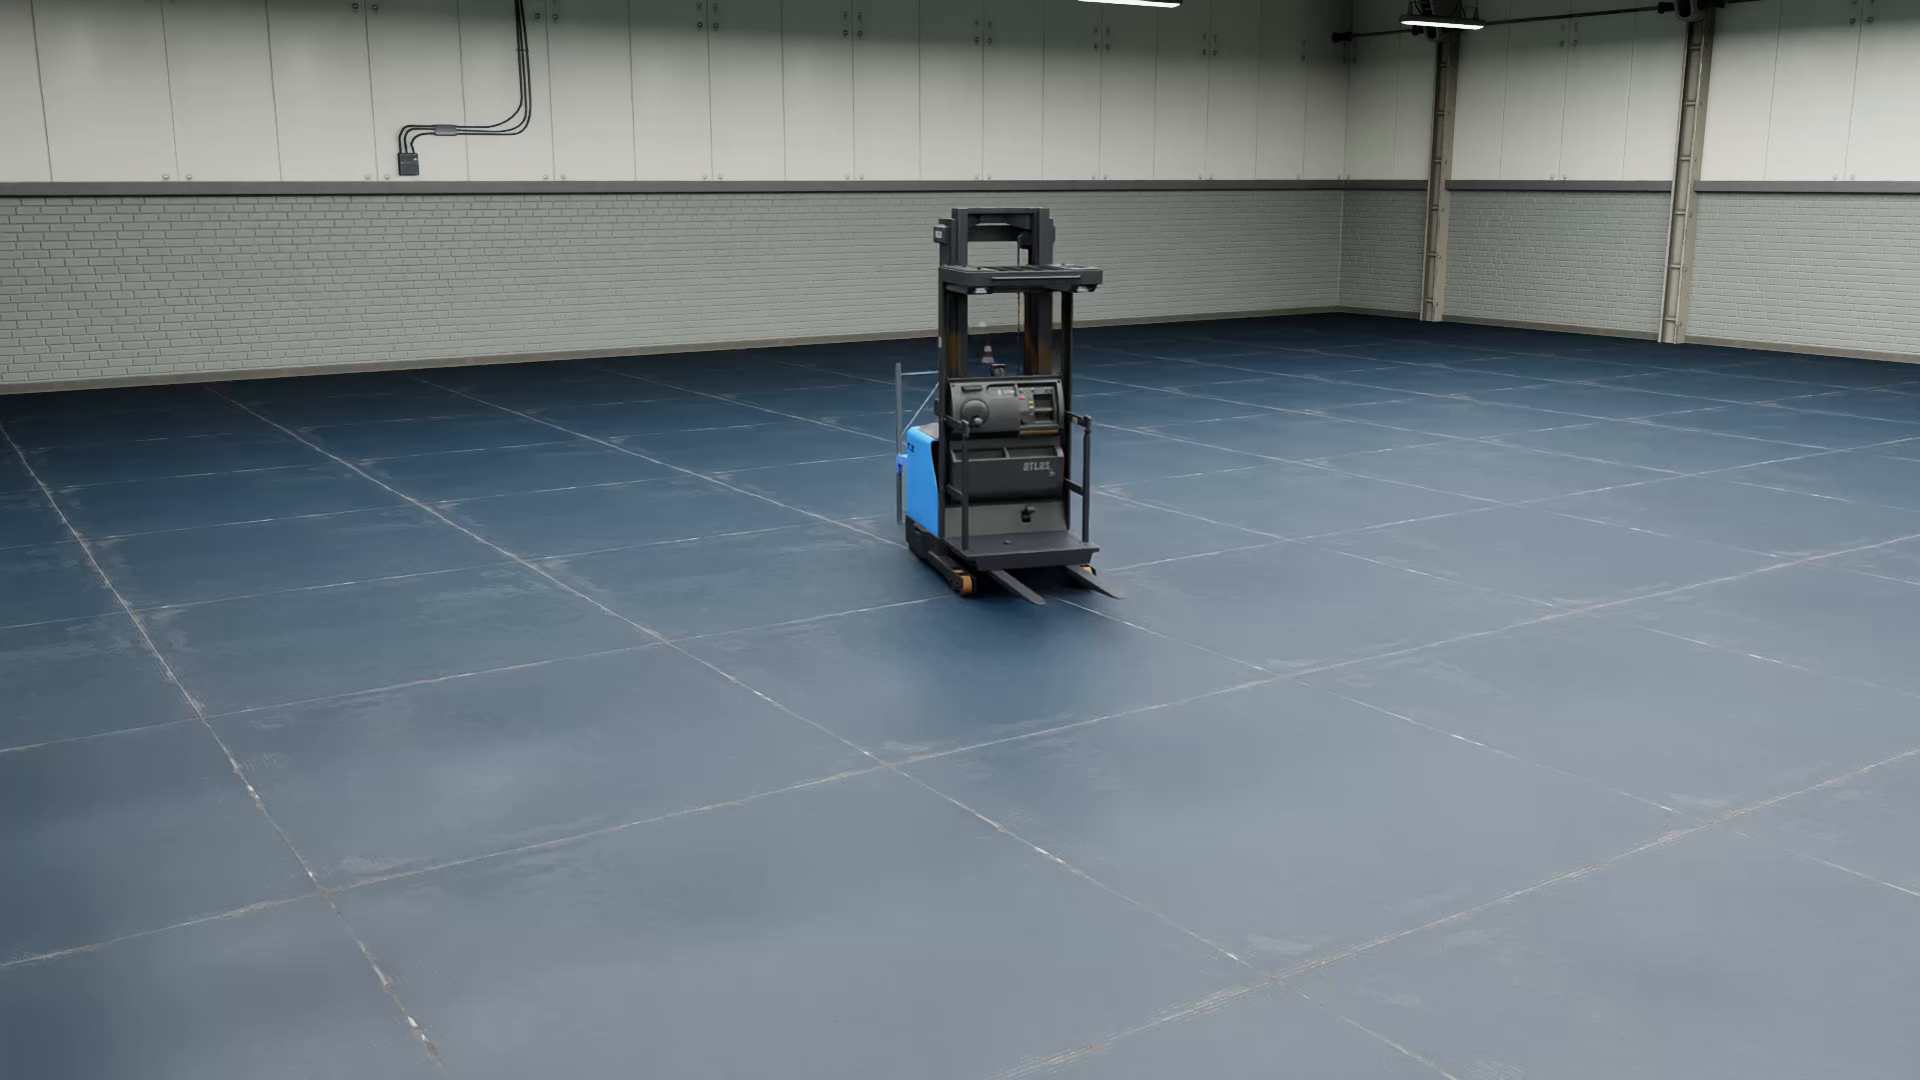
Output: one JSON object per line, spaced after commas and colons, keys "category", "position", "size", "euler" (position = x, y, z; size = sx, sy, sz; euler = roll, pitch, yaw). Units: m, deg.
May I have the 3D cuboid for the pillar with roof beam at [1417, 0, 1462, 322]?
{"category": "pillar with roof beam", "position": [7.022, -8.823, 34.143], "size": [9.100, 9.000, 0.548], "euler": [-8, 15, -33]}

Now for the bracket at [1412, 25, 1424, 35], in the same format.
{"category": "bracket", "position": [10.080, -11.123, 36.234], "size": [0.235, 0.232, 0.430], "euler": [-8, 15, -33]}

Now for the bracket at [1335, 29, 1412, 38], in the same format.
{"category": "bracket", "position": [9.095, -11.439, 37.681], "size": [0.076, 0.066, 3.189], "euler": [-8, 15, -33]}

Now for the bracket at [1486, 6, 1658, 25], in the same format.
{"category": "bracket", "position": [11.968, -10.517, 33.464], "size": [0.076, 0.066, 4.783], "euler": [-8, 15, -33]}

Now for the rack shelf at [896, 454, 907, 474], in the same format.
{"category": "rack shelf", "position": [-0.115, -0.646, 15.149], "size": [0.538, 0.185, 1.000], "euler": [-7, 14, -29]}

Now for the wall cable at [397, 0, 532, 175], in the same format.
{"category": "wall cable", "position": [-8.237, -9.067, 27.297], "size": [2.305, 6.003, 0.169], "euler": [-8, 15, -33]}

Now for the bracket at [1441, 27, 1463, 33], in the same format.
{"category": "bracket", "position": [10.540, -10.975, 35.559], "size": [0.235, 0.232, 0.430], "euler": [-8, 15, -33]}

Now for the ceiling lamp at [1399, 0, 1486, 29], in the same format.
{"category": "ceiling lamp", "position": [8.617, -10.910, 30.022], "size": [2.000, 3.185, 0.800], "euler": [-8, 15, -33]}

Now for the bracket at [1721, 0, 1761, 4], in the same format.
{"category": "bracket", "position": [15.292, -9.450, 28.584], "size": [0.076, 0.066, 4.783], "euler": [-8, 15, -33]}

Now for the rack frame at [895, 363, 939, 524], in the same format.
{"category": "rack frame", "position": [-0.371, -0.916, 15.540], "size": [0.500, 1.500, 0.032], "euler": [-7, 14, -29]}

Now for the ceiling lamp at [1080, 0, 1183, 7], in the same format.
{"category": "ceiling lamp", "position": [2.507, -10.041, 26.049], "size": [2.000, 3.185, 0.800], "euler": [-8, 15, -33]}

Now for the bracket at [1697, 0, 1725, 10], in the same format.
{"category": "bracket", "position": [13.865, -9.908, 30.679], "size": [0.235, 0.232, 0.430], "euler": [-8, 15, -33]}

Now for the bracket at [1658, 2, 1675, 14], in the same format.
{"category": "bracket", "position": [13.405, -10.056, 31.354], "size": [0.235, 0.232, 0.430], "euler": [-8, 15, -33]}

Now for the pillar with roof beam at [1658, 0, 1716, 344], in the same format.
{"category": "pillar with roof beam", "position": [10.346, -7.756, 29.264], "size": [9.100, 9.000, 0.548], "euler": [-8, 15, -33]}

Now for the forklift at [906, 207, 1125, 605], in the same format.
{"category": "forklift", "position": [0.437, -1.091, 12.988], "size": [1.130, 2.935, 3.031], "euler": [-4, 13, -16]}

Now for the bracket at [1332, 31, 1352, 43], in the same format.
{"category": "bracket", "position": [8.767, -11.544, 38.161], "size": [0.235, 0.232, 0.430], "euler": [-8, 15, -33]}

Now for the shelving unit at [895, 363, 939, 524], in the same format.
{"category": "shelving unit", "position": [-0.115, -0.822, 15.111], "size": [0.538, 1.500, 1.048], "euler": [-7, 14, -29]}
